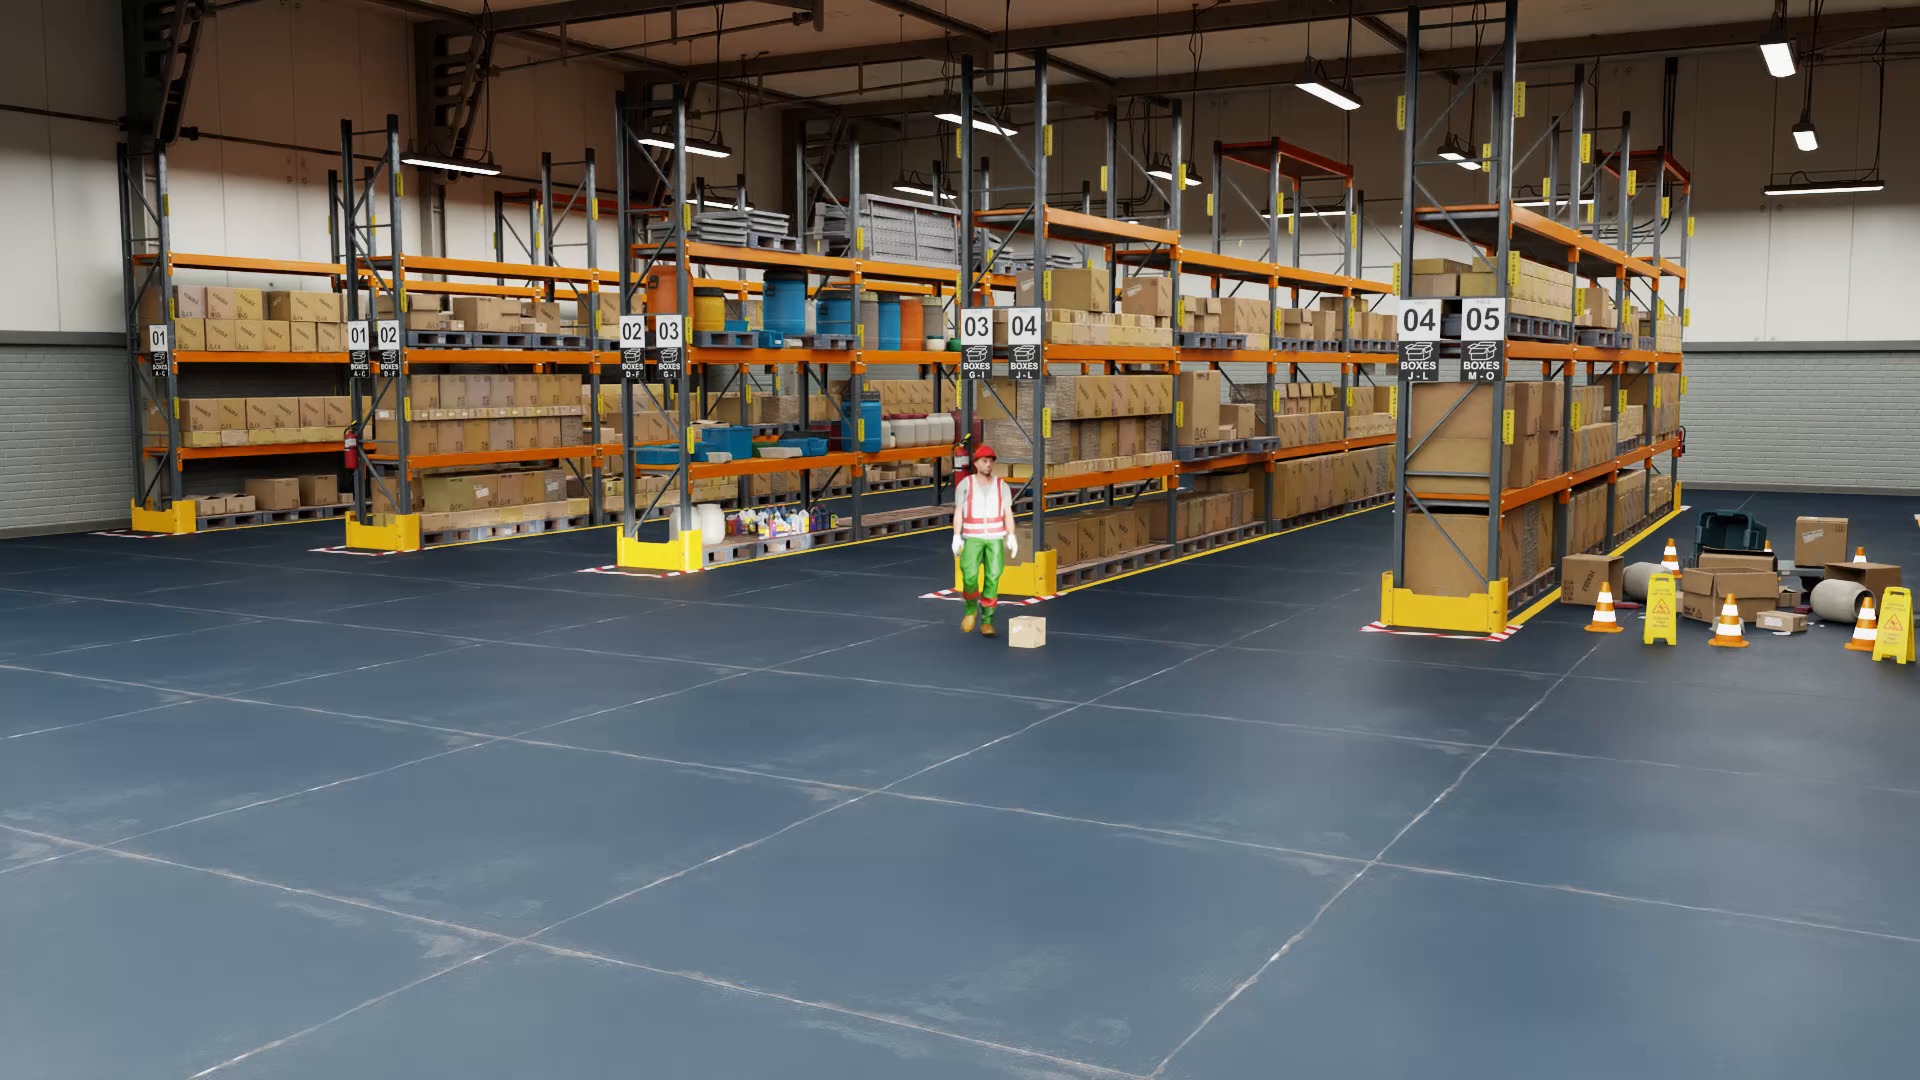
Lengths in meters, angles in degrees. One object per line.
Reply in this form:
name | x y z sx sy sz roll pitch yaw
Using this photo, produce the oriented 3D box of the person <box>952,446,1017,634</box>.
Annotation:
person | 0.235 0.004 15.667 0.599 1.781 0.452 -1 6 -8
